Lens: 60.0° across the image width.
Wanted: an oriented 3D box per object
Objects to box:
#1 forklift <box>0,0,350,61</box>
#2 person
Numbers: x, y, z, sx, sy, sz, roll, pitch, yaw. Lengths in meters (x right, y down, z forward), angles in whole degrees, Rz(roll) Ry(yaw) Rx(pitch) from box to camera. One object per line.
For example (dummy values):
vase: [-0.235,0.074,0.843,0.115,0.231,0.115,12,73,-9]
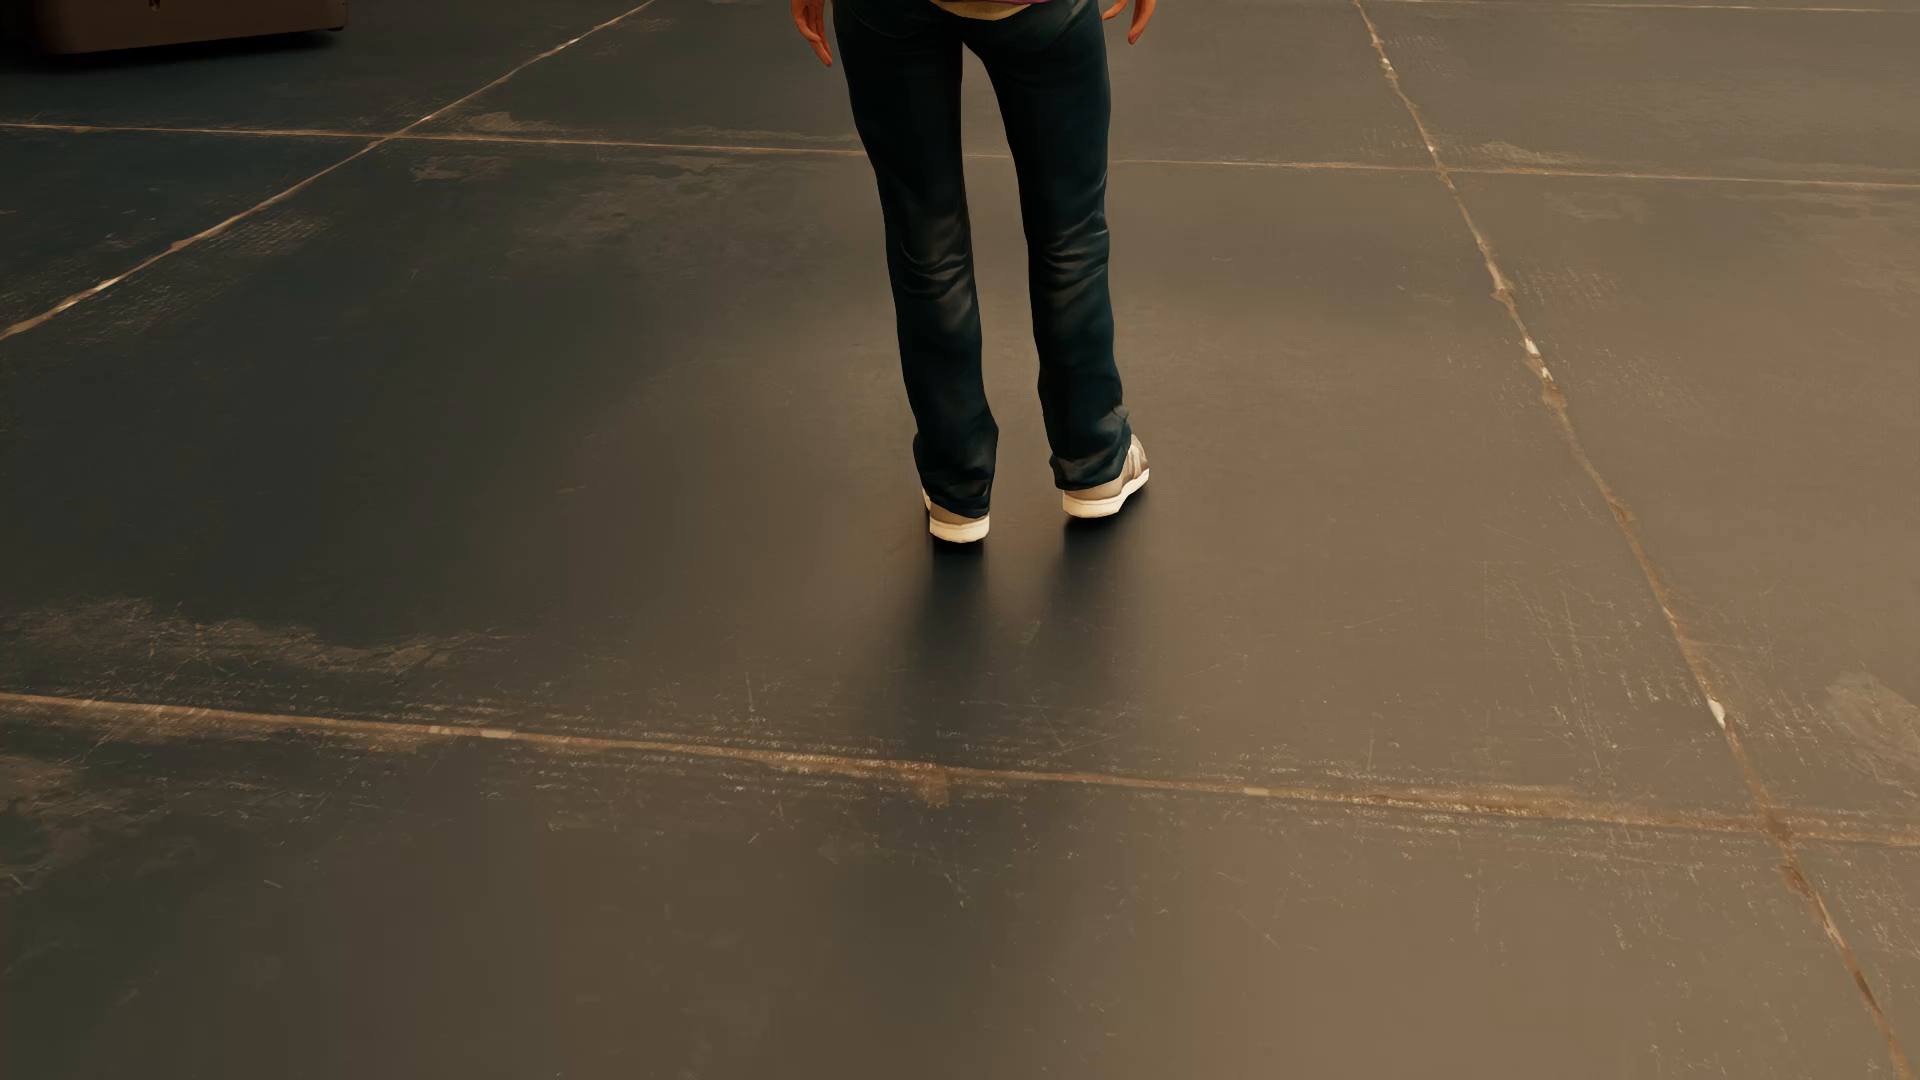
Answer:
forklift: [-3.539,-3.558,6.348,1.130,2.935,3.031,-18,32,-32]
person: [0.024,-0.746,2.207,0.520,1.582,0.476,3,27,7]
